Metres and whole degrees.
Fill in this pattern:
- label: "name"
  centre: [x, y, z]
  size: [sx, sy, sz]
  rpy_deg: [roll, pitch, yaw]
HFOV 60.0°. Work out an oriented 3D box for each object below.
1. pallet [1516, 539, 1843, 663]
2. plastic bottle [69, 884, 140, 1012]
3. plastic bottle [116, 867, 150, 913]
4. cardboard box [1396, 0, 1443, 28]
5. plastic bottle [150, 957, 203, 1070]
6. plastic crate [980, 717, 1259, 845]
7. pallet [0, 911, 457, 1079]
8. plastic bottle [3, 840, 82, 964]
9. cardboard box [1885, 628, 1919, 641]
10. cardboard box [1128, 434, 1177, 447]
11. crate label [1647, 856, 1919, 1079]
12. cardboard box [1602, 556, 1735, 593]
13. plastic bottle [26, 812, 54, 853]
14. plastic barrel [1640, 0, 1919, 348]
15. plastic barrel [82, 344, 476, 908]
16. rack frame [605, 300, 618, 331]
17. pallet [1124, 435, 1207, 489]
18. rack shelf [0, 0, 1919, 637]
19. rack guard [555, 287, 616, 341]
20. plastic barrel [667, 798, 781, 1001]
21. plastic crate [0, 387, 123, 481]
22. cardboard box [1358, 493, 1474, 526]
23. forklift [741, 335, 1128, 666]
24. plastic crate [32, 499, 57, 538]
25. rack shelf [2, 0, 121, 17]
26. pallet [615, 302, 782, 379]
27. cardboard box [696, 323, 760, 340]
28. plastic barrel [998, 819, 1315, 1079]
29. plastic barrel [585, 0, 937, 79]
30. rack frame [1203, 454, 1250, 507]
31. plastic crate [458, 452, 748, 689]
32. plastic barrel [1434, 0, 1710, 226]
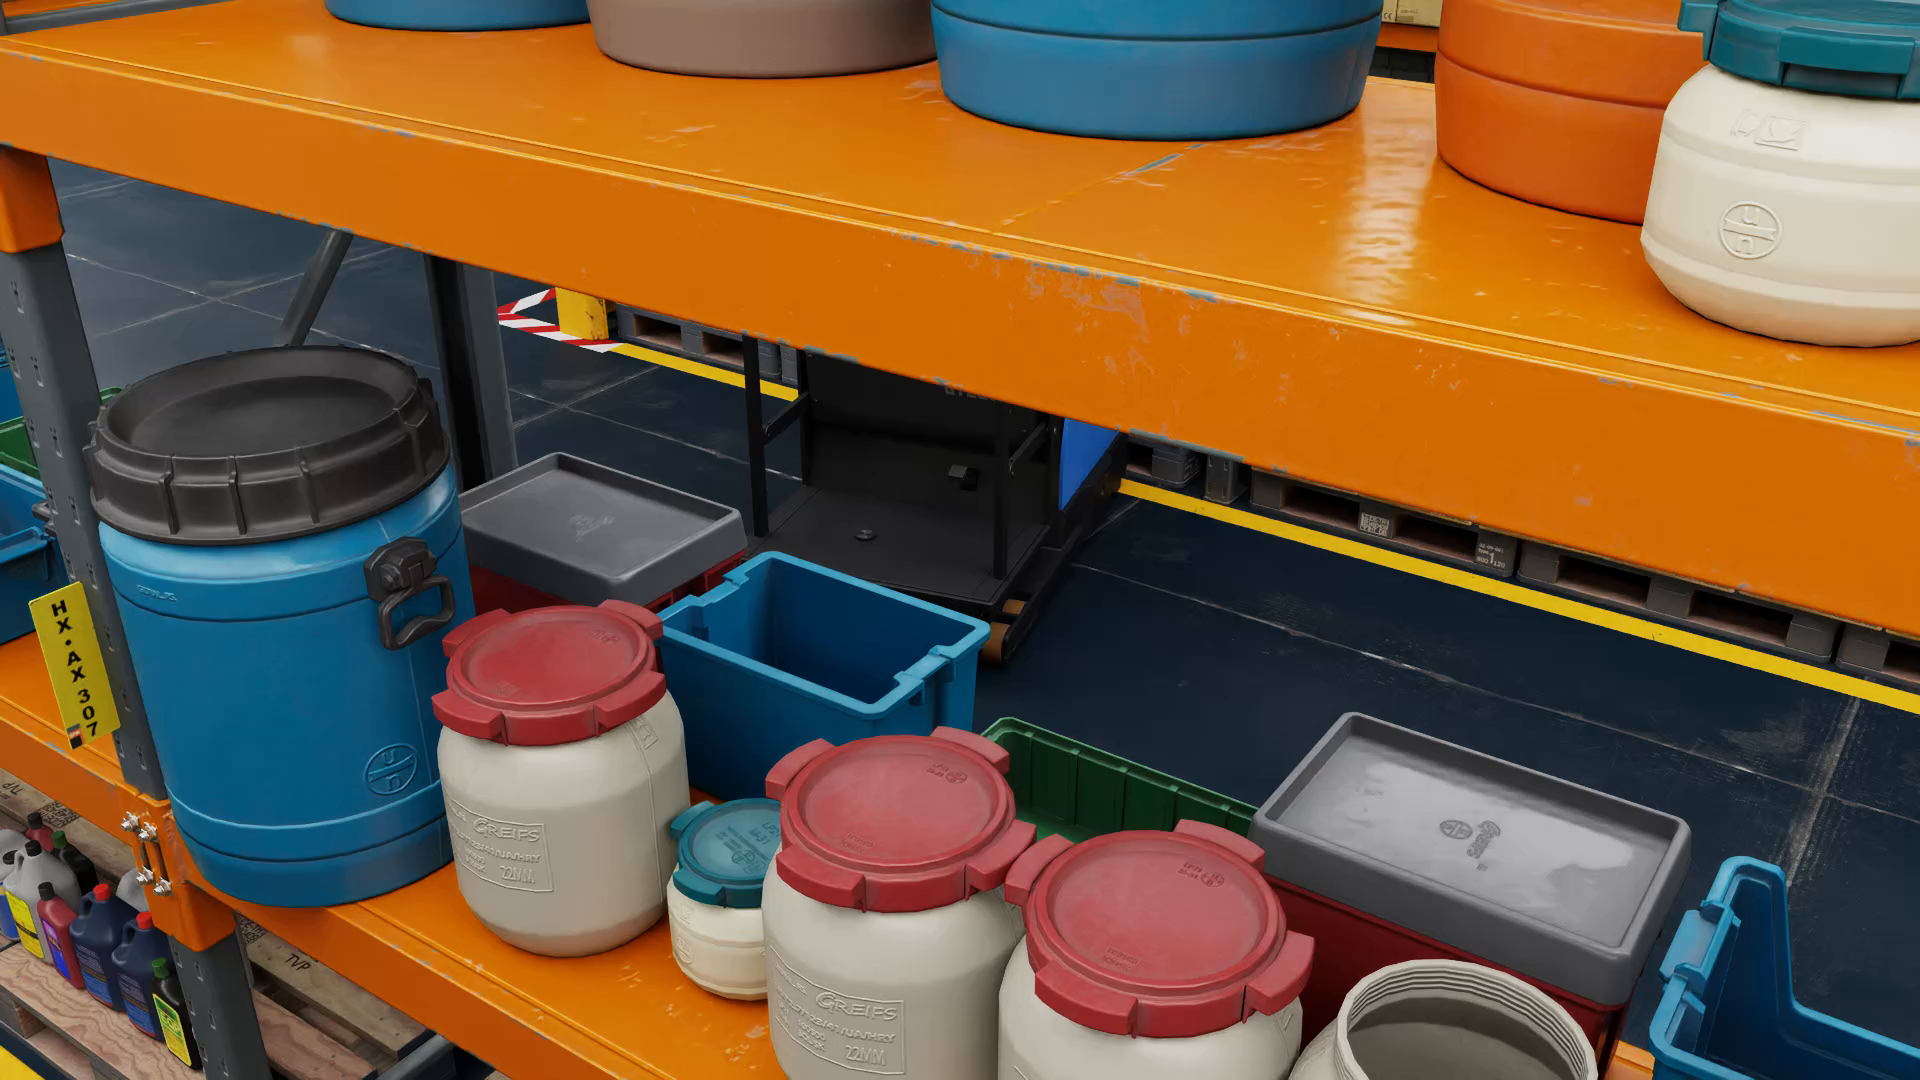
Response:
- label: "pallet"
  centre: [3.086, 0.041, 6.937]
  size: [1.213, 0.211, 1.003]
  rpy_deg: [17, 32, 30]
- label: "plastic bottle"
  centre: [-2.213, 1.039, 4.336]
  size: [0.185, 0.351, 0.144]
  rpy_deg: [16, 31, 28]
- label: "plastic bottle"
  centre: [-2.150, 1.011, 4.475]
  size: [0.135, 0.276, 0.152]
  rpy_deg: [17, 32, 30]
- label: "cardboard box"
  centre: [3.280, -3.624, 11.207]
  size: [0.500, 0.250, 0.500]
  rpy_deg: [17, 32, 31]
- label: "plastic bottle"
  centre: [-1.944, 1.176, 4.142]
  size: [0.133, 0.283, 0.061]
  rpy_deg: [19, 33, 33]
- label: "plastic crate"
  centre: [0.234, 0.598, 3.002]
  size: [0.662, 0.188, 0.450]
  rpy_deg: [17, 32, 30]
- label: "pallet"
  centre: [-1.891, 1.216, 4.627]
  size: [1.213, 0.211, 1.003]
  rpy_deg: [17, 32, 30]
- label: "plastic bottle"
  centre: [-2.480, 0.956, 4.499]
  size: [0.185, 0.351, 0.144]
  rpy_deg: [17, 32, 30]
- label: "cardboard box"
  centre: [3.745, 0.201, 6.116]
  size: [0.500, 0.250, 0.500]
  rpy_deg: [17, 31, 30]
- label: "cardboard box"
  centre: [0.940, -0.688, 7.864]
  size: [0.500, 0.250, 0.500]
  rpy_deg: [17, 32, 30]
- label: "crate label"
  centre: [1.270, 0.817, 2.299]
  size: [0.616, 0.435, 0.502]
  rpy_deg: [17, 32, 30]
- label: "cardboard box"
  centre: [2.907, -0.060, 6.630]
  size: [0.500, 0.250, 0.500]
  rpy_deg: [18, 32, 31]
- label: "plastic bottle"
  centre: [-2.551, 0.903, 4.678]
  size: [0.133, 0.283, 0.061]
  rpy_deg: [17, 32, 30]
- label: "plastic barrel"
  centre: [0.756, -0.326, 1.428]
  size: [0.301, 0.262, 0.301]
  rpy_deg: [0, 27, 0]
- label: "plastic barrel"
  centre: [-1.214, 0.151, 3.094]
  size: [0.708, 0.901, 0.600]
  rpy_deg: [17, 32, 30]
- label: "rack frame"
  centre: [-1.851, -2.716, 9.281]
  size: [0.127, 3.000, 1.000]
  rpy_deg: [17, 32, 30]
- label: "pallet"
  centre: [0.815, -0.667, 8.327]
  size: [1.213, 0.211, 1.003]
  rpy_deg: [17, 32, 30]
- label: "rack shelf"
  centre: [0.287, -0.341, 2.099]
  size: [4.000, 0.370, 1.077]
  rpy_deg: [17, 32, 30]
- label: "rack guard"
  centre: [-1.871, -1.609, 9.860]
  size: [0.348, 0.500, 1.175]
  rpy_deg: [17, 32, 30]
- label: "plastic barrel"
  centre: [-0.357, 0.620, 2.876]
  size: [0.301, 0.262, 0.301]
  rpy_deg: [0, 27, 0]
- label: "plastic crate"
  centre: [-2.320, -0.198, 4.566]
  size: [0.662, 0.188, 0.450]
  rpy_deg: [17, 32, 30]
- label: "cardboard box"
  centre: [2.059, -0.323, 7.146]
  size: [0.500, 0.250, 0.500]
  rpy_deg: [18, 32, 32]
- label: "forklift"
  centre: [-0.221, -1.041, 6.064]
  size: [1.130, 2.935, 3.031]
  rpy_deg: [10, 29, 18]
- label: "plastic crate"
  centre: [-1.721, 0.007, 3.997]
  size: [0.504, 0.338, 0.767]
  rpy_deg: [17, 32, 30]
- label: "rack shelf"
  centre: [-3.010, -1.368, 4.117]
  size: [4.000, 0.370, 1.077]
  rpy_deg: [17, 32, 30]
- label: "pallet"
  centre: [-1.197, -1.293, 9.558]
  size: [1.213, 0.211, 1.003]
  rpy_deg: [17, 32, 30]
- label: "cardboard box"
  centre: [-1.120, -1.330, 9.125]
  size: [0.500, 0.250, 0.500]
  rpy_deg: [17, 32, 30]
- label: "plastic barrel"
  centre: [0.265, 0.728, 2.362]
  size: [0.433, 0.535, 0.433]
  rpy_deg: [0, 27, 0]
- label: "plastic barrel"
  centre: [-0.280, -1.181, 2.404]
  size: [0.600, 0.901, 0.600]
  rpy_deg: [0, 27, 0]
- label: "rack frame"
  centre: [1.446, -1.689, 7.262]
  size: [0.127, 3.000, 1.000]
  rpy_deg: [17, 32, 30]
- label: "plastic crate"
  centre: [-0.789, 0.143, 3.591]
  size: [0.583, 0.464, 0.402]
  rpy_deg: [17, 32, 30]
- label: "plastic barrel"
  centre: [0.843, -0.799, 1.733]
  size: [0.708, 0.830, 0.600]
  rpy_deg: [17, 32, 30]
